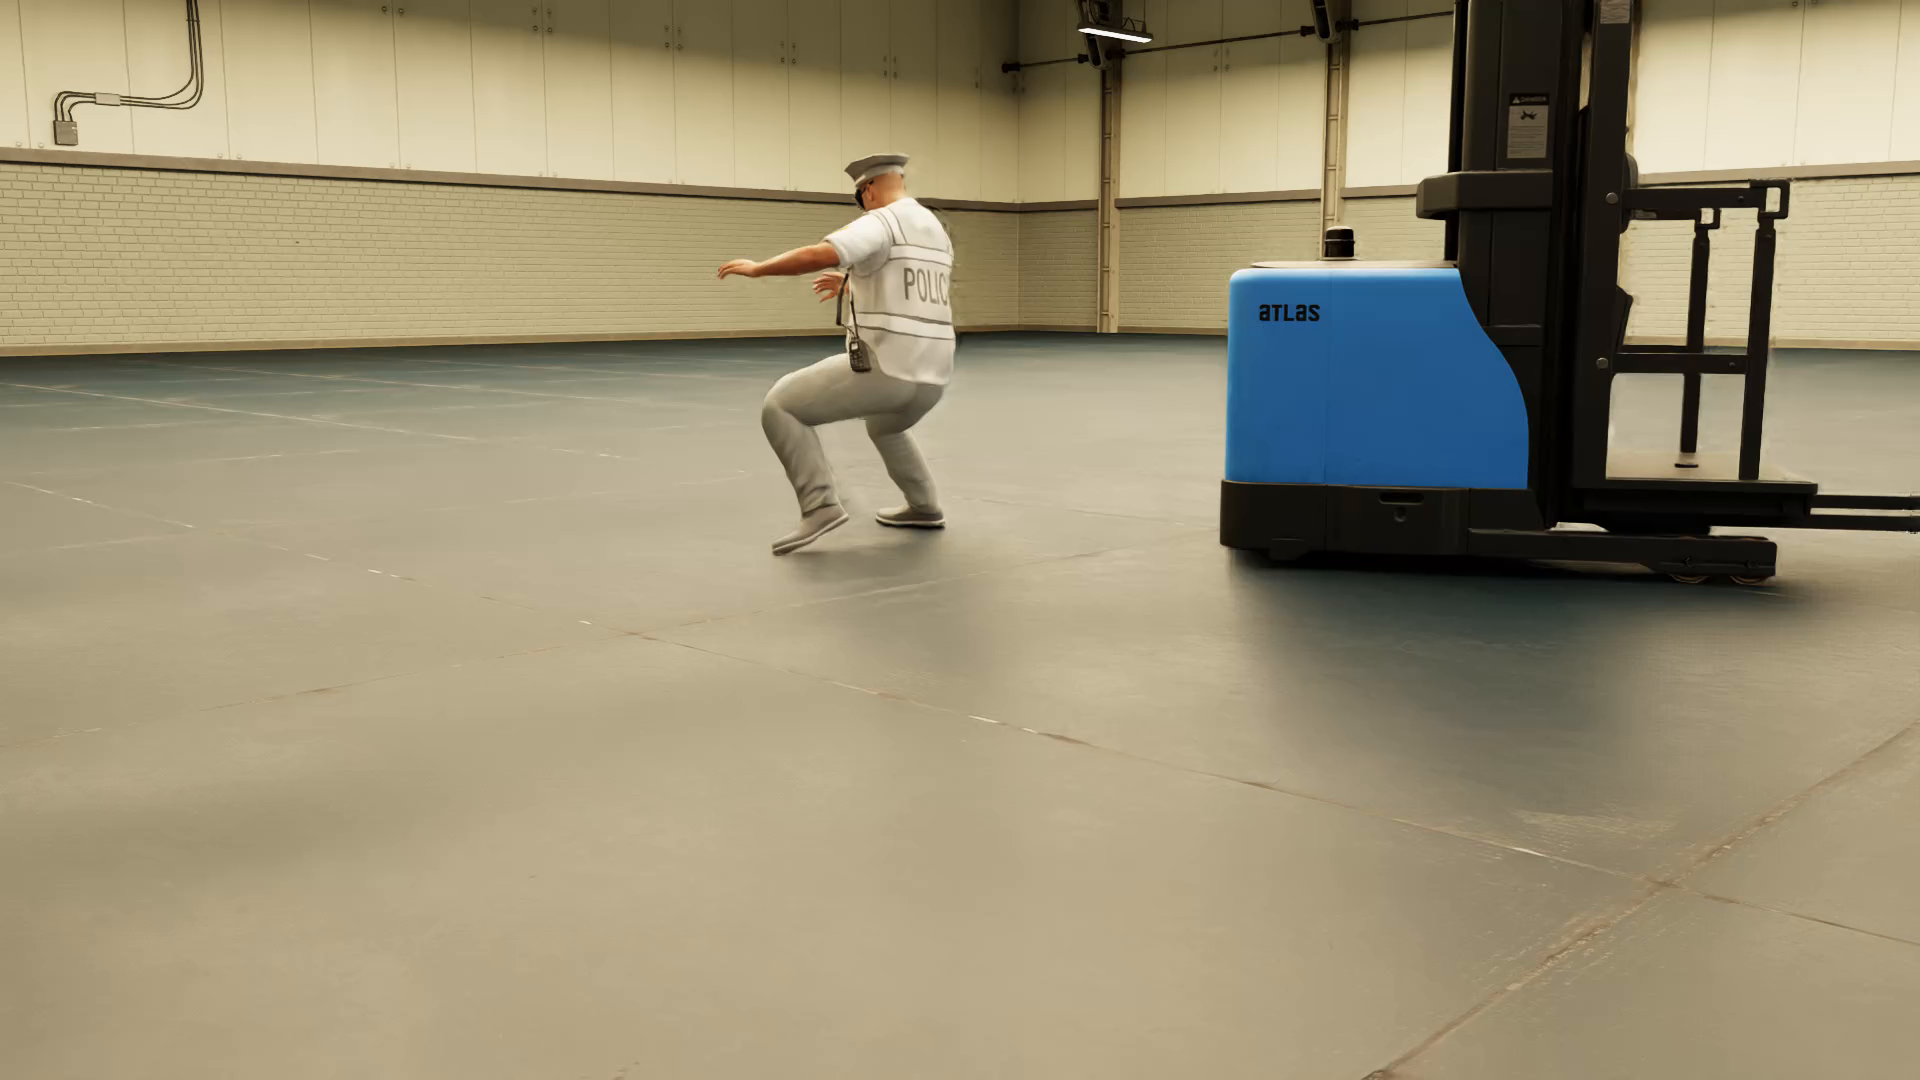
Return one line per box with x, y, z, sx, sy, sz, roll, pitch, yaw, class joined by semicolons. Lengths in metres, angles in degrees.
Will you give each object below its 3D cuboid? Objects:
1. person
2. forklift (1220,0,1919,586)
-0.395;-0.748;6.587;0.772;1.526;1.044;7;11;37;person
2.531;-1.379;6.029;3.031;2.935;1.130;2;9;12;forklift
